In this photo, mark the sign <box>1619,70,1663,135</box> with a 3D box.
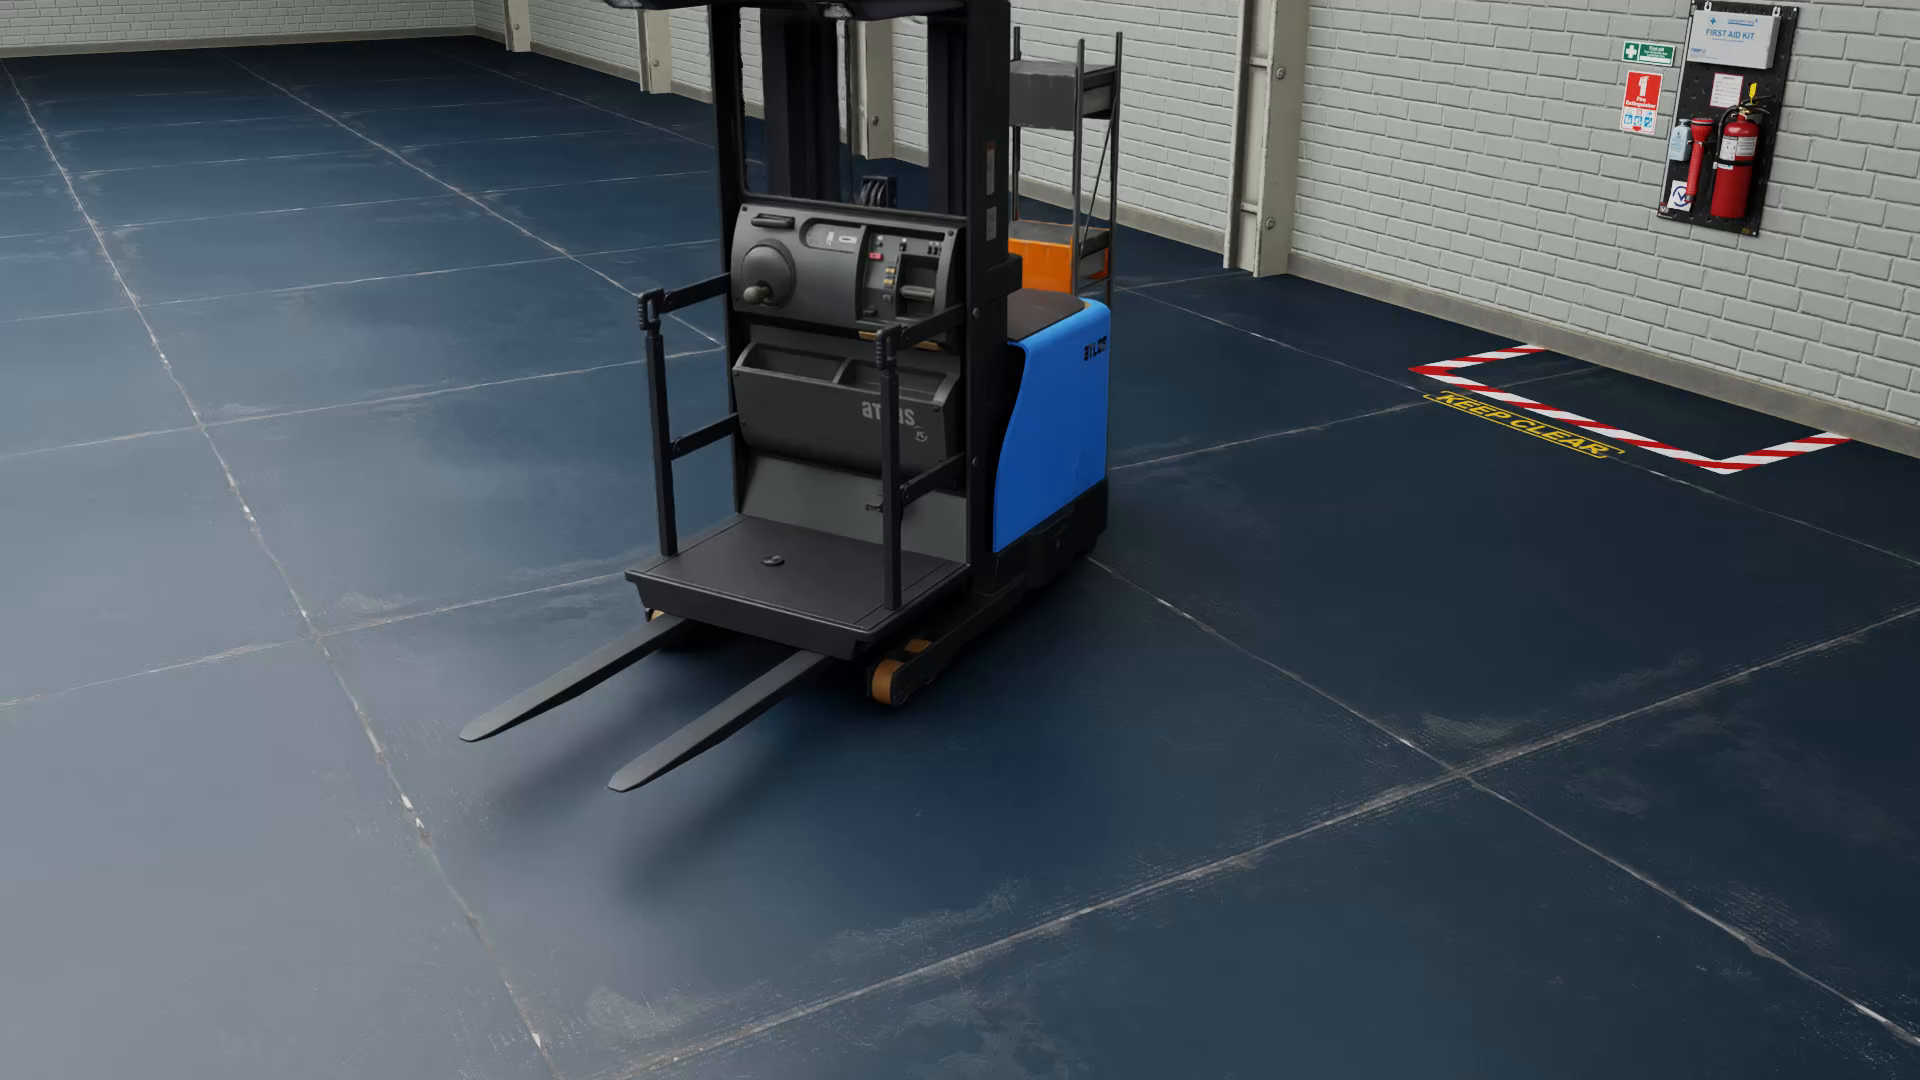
[{"bbox_3d":[3.812,-2.451,9.310,0.001,0.329,0.234,-13,25,-28],"label":"sign"}]

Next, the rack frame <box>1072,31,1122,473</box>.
[{"bbox_3d":[0.579,-1.107,7.246,0.015,2.100,0.400,12,25,27],"label":"rack frame"}]

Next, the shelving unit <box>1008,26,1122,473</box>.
[{"bbox_3d":[0.368,-1.153,7.359,0.503,2.100,0.431,12,25,27],"label":"shelving unit"}]

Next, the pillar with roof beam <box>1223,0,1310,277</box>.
[{"bbox_3d":[-1.530,-5.322,8.453,9.100,9.000,0.400,-13,25,-28],"label":"pillar with roof beam"}]

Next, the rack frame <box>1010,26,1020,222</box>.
[{"bbox_3d":[0.156,-1.198,7.471,0.015,2.100,0.400,12,25,27],"label":"rack frame"}]

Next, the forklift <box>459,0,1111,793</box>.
[{"bbox_3d":[-0.529,-0.967,5.798,1.130,2.935,3.031,12,25,27],"label":"forklift"}]

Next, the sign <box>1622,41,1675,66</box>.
[{"bbox_3d":[3.807,-2.693,9.202,0.001,0.109,0.331,-13,25,-28],"label":"sign"}]

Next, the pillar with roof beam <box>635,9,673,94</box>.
[{"bbox_3d":[-7.660,-9.206,18.010,9.100,9.000,0.400,-13,25,-28],"label":"pillar with roof beam"}]

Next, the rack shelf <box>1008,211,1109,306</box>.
[{"bbox_3d":[0.368,-1.140,7.364,0.480,0.518,0.431,12,25,27],"label":"rack shelf"}]

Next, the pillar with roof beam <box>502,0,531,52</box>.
[{"bbox_3d":[-10.725,-11.148,22.789,9.100,9.000,0.400,-13,25,-28],"label":"pillar with roof beam"}]

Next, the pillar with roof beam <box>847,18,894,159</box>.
[{"bbox_3d":[-4.595,-7.264,13.232,9.100,9.000,0.400,-13,25,-28],"label":"pillar with roof beam"}]

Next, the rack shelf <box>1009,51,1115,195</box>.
[{"bbox_3d":[0.368,-1.789,7.100,0.480,0.518,0.431,12,25,27],"label":"rack shelf"}]

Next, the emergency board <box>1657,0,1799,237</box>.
[{"bbox_3d":[4.006,-2.235,8.828,0.194,1.169,0.643,-13,25,-28],"label":"emergency board"}]

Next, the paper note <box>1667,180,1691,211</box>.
[{"bbox_3d":[3.975,-1.898,9.167,0.016,0.148,0.142,-13,25,-28],"label":"paper note"}]
